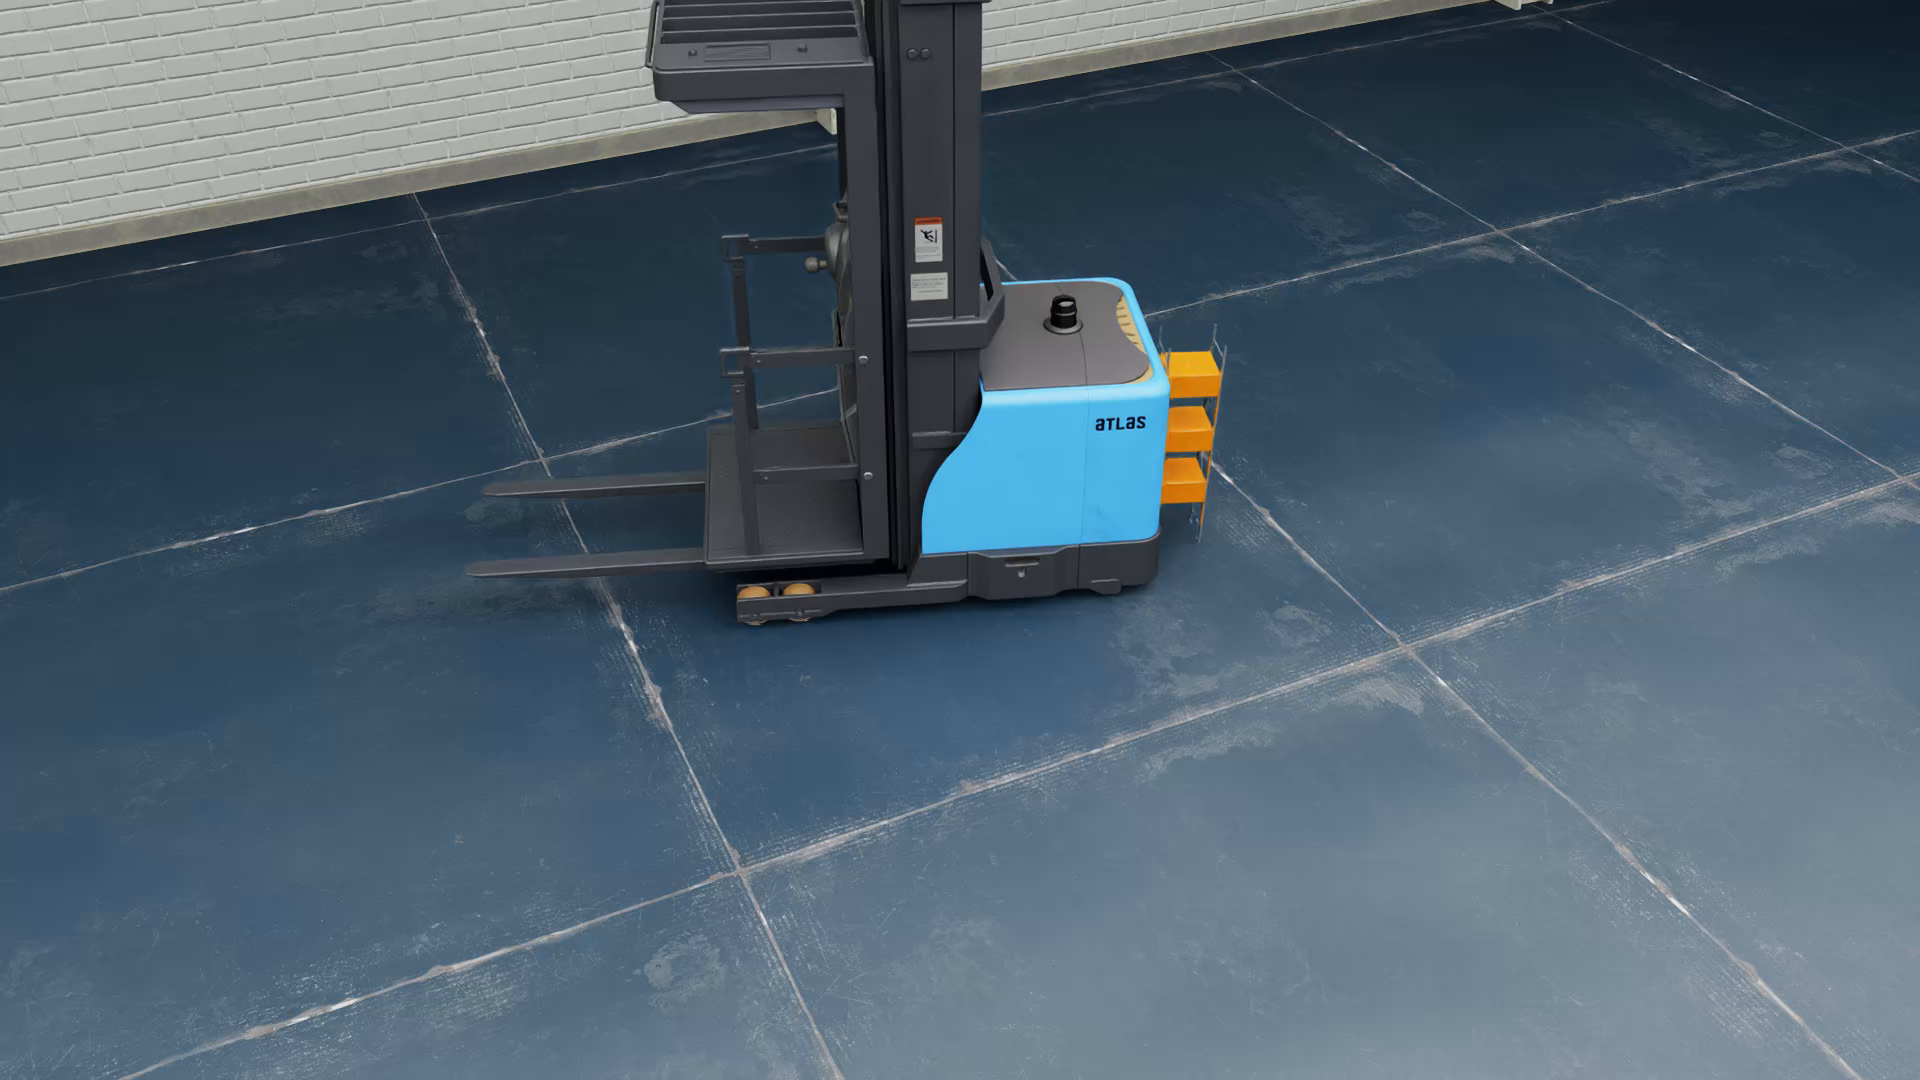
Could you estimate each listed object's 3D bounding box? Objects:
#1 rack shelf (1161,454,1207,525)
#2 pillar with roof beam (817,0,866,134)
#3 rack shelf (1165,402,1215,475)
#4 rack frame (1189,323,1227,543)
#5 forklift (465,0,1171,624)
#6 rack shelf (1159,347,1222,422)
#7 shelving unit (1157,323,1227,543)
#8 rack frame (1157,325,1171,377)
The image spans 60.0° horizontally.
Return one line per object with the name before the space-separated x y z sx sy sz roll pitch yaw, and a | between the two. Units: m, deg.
rack shelf | 0.984 -0.228 7.655 0.240 0.259 0.215 -3 37 -6
pillar with roof beam | 1.053 -4.241 5.914 0.400 9.000 9.100 -16 39 -20
rack shelf | 0.991 -0.452 7.490 0.240 0.259 0.215 -3 37 -6
rack frame | 1.113 -0.466 7.497 0.008 1.050 0.200 -3 37 -6
forklift | -0.667 -1.142 6.830 3.031 2.935 1.130 -4 37 -5
rack shelf | 0.999 -0.680 7.322 0.240 0.259 0.215 -3 37 -6
shelving unit | 0.992 -0.460 7.484 0.252 1.050 0.215 -3 37 -6
rack frame | 0.870 -0.454 7.470 0.008 1.050 0.200 -3 37 -6
